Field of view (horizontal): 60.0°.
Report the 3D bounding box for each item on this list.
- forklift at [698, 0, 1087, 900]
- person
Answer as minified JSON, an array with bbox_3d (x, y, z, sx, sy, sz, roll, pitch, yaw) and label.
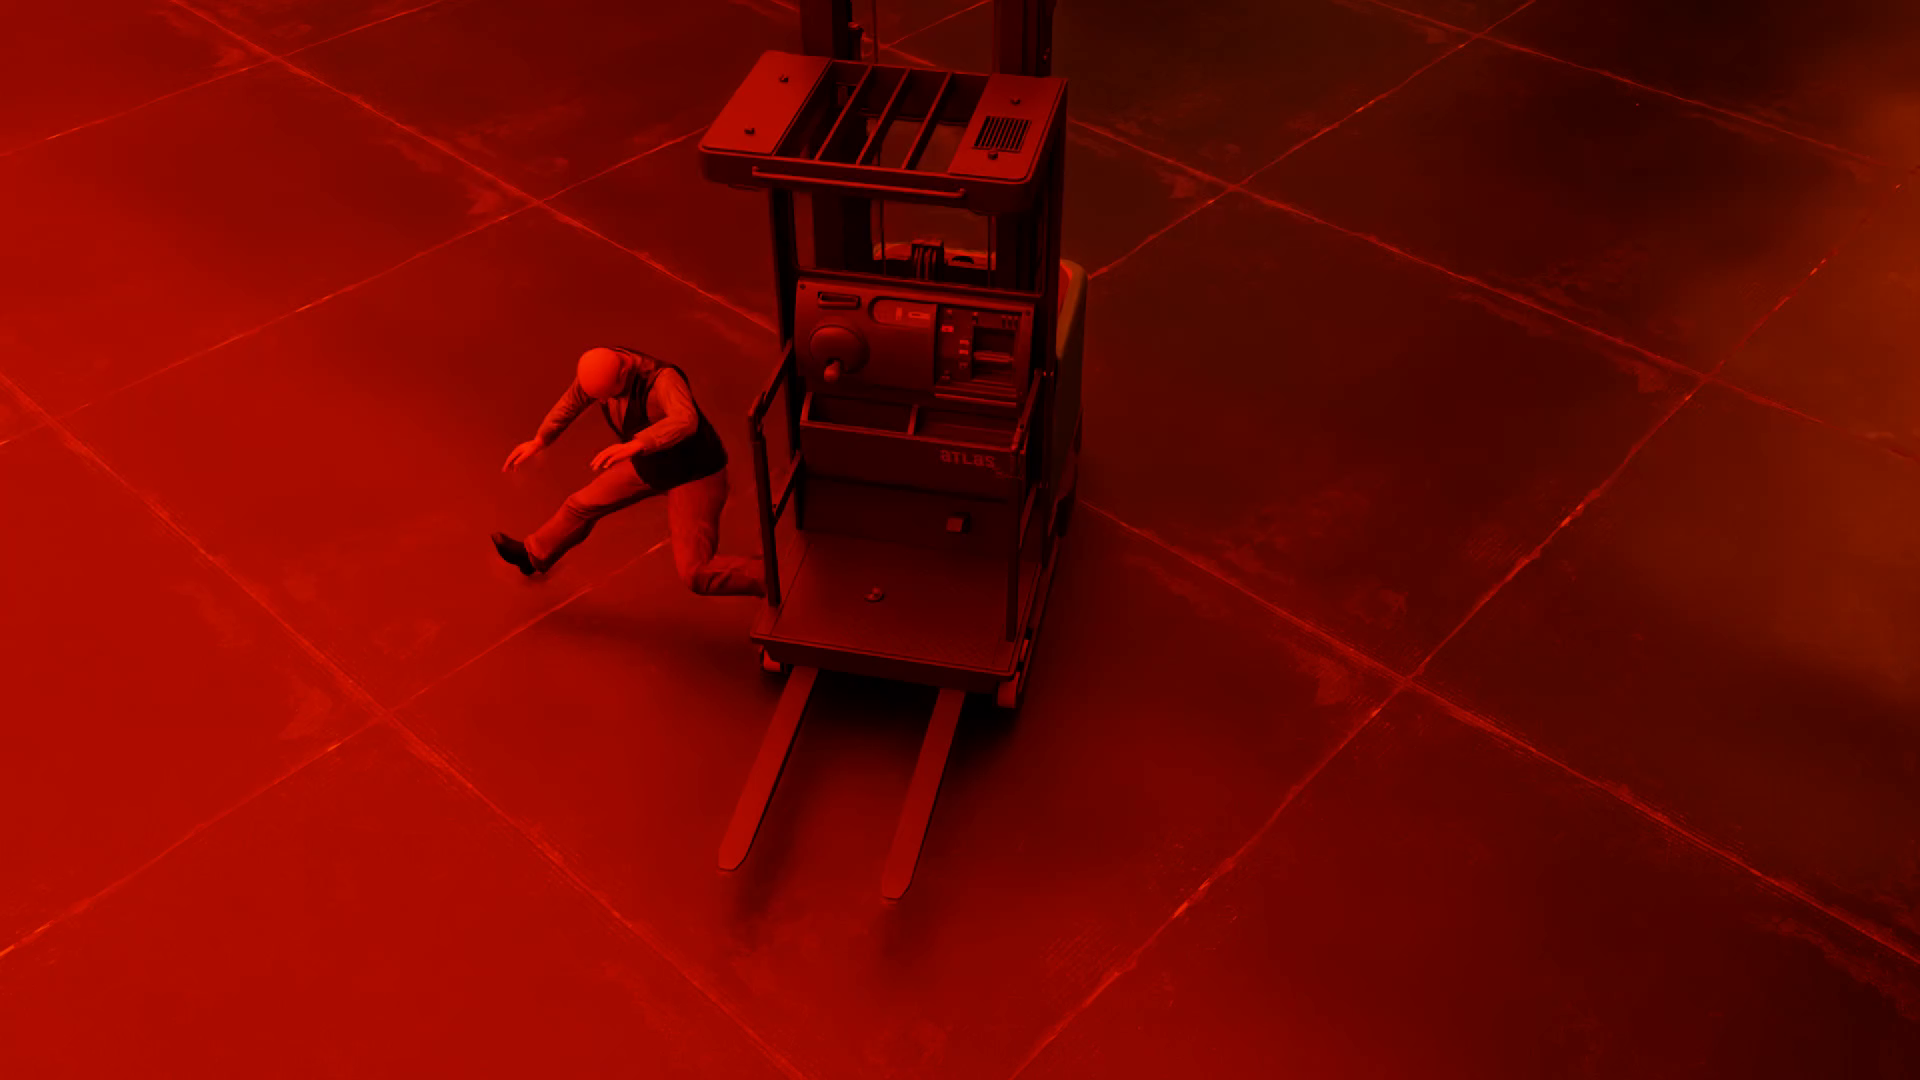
[{"bbox_3d":[-0.223,-0.685,6.226,1.130,2.935,3.031,8,41,9],"label":"forklift"},{"bbox_3d":[-1.336,-0.198,6.957,0.930,1.220,1.236,-30,49,-30],"label":"person"}]
